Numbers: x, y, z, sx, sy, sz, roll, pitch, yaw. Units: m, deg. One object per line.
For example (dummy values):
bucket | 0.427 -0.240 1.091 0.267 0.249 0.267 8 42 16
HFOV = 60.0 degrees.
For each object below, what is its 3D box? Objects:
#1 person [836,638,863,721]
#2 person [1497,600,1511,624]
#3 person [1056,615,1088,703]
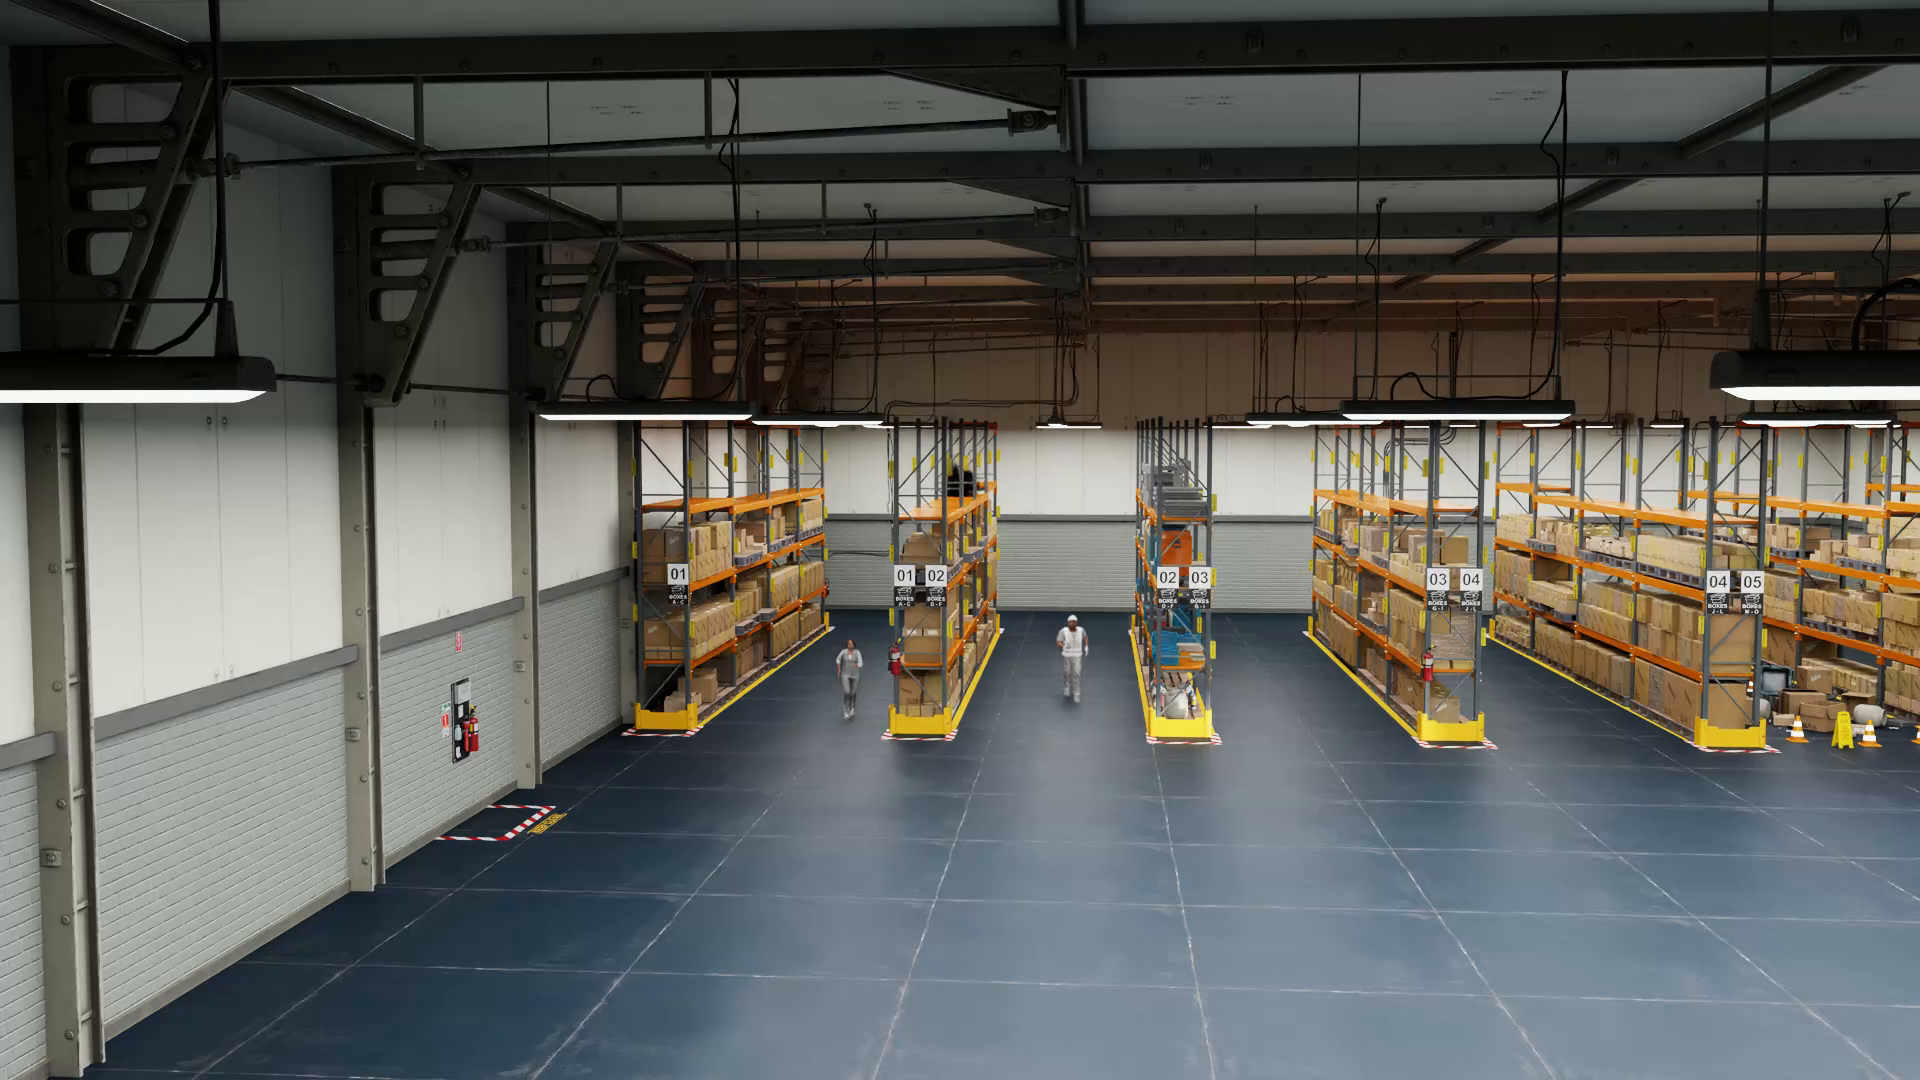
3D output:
person | -2.190 2.763 33.062 0.503 1.644 0.710 -1 4 -10
person | 15.517 1.769 47.360 0.624 1.746 0.686 0 4 2
person | 2.398 2.513 35.494 0.704 1.837 0.830 0 4 -3
